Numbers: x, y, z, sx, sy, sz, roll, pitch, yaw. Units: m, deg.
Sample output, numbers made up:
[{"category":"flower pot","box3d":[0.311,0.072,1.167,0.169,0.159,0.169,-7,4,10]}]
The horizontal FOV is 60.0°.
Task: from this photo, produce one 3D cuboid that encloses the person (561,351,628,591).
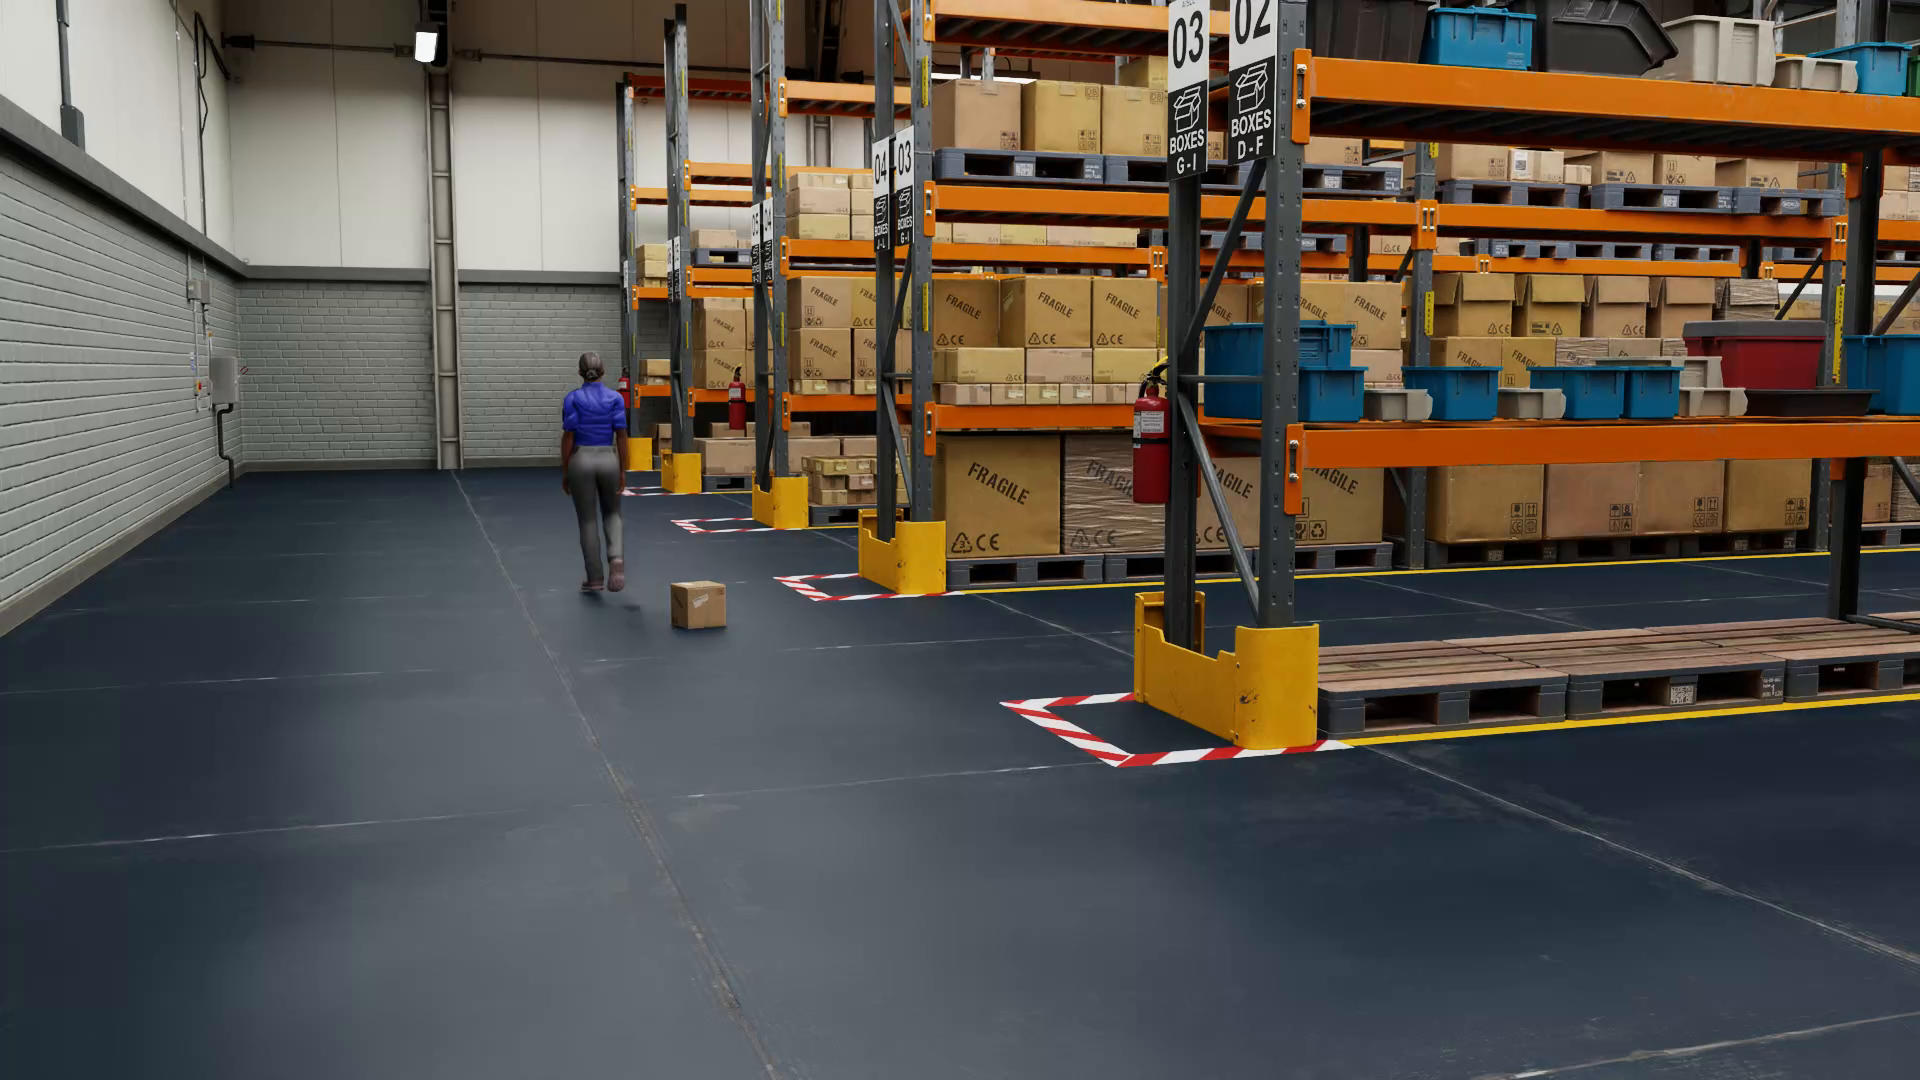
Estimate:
[{"category":"person","box3d":[-2.531,-0.467,11.498,0.435,1.663,0.430,-3,6,-23]}]
